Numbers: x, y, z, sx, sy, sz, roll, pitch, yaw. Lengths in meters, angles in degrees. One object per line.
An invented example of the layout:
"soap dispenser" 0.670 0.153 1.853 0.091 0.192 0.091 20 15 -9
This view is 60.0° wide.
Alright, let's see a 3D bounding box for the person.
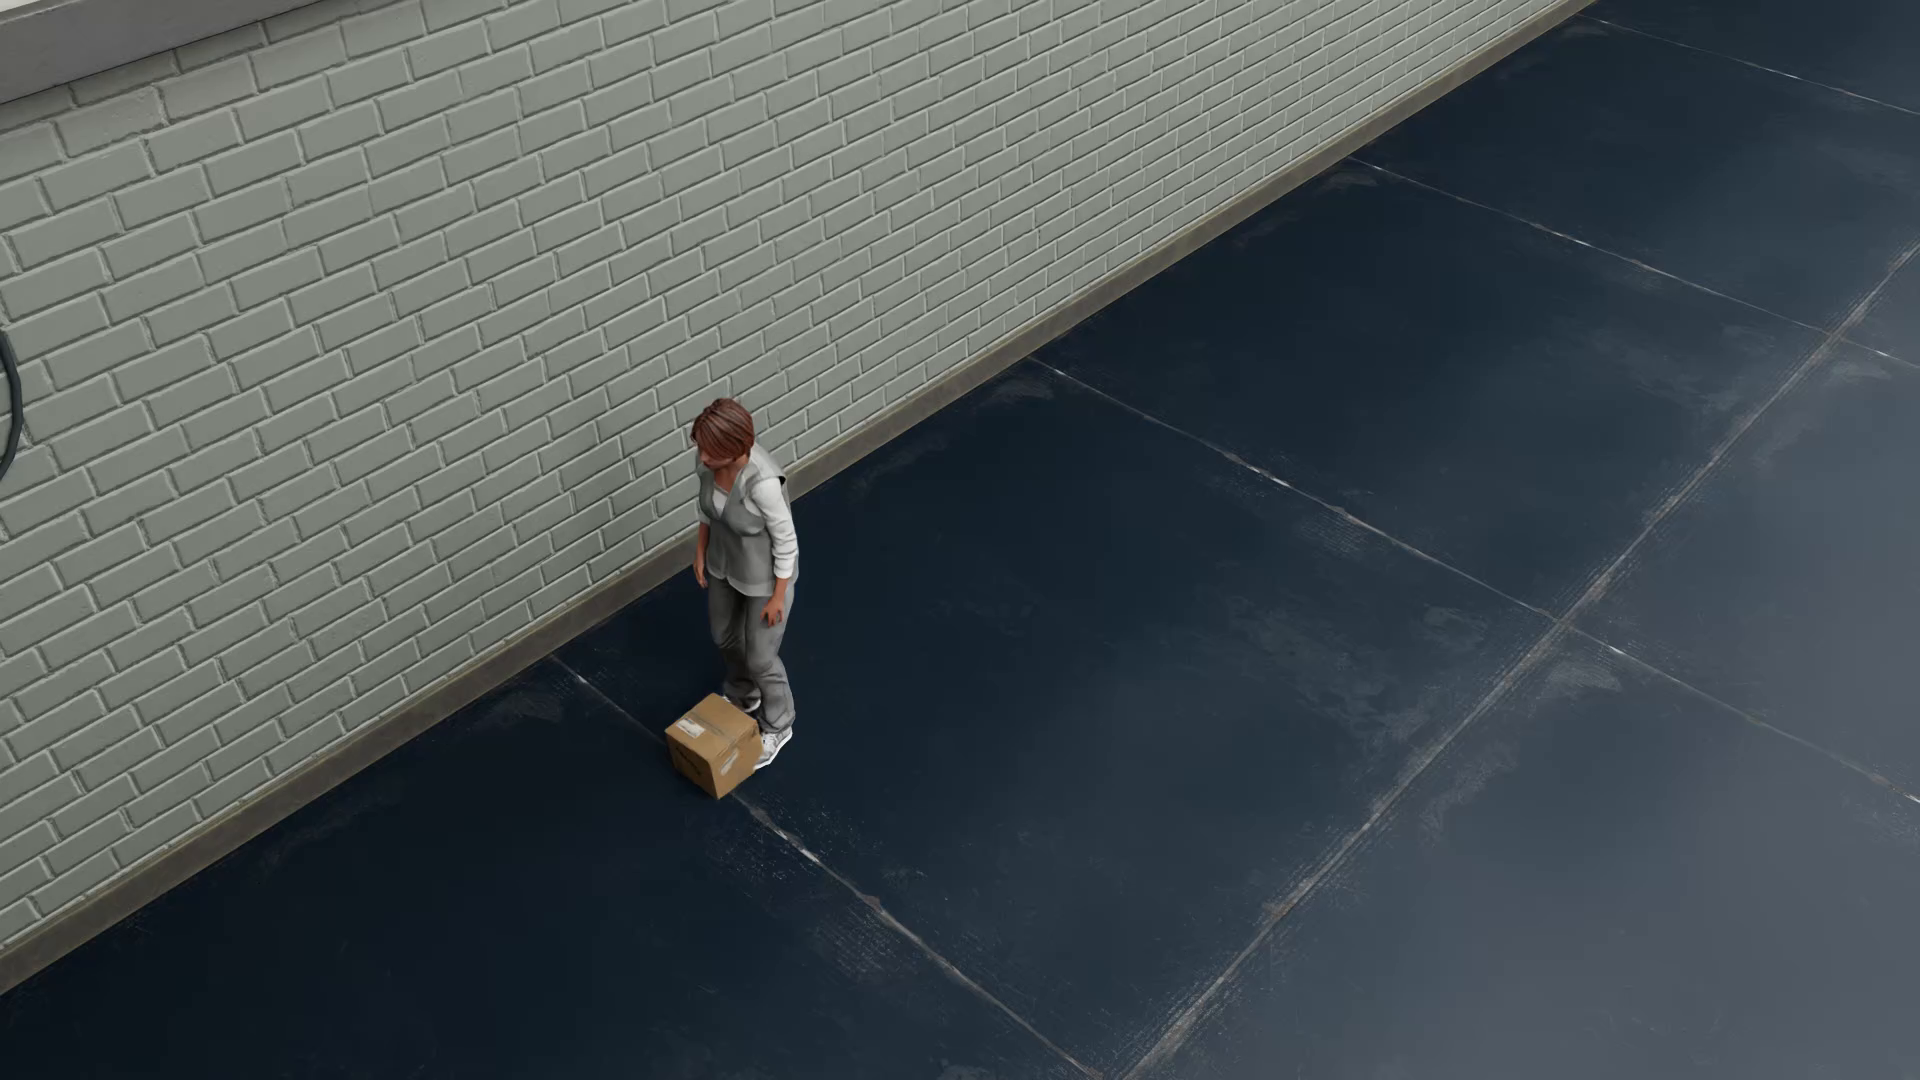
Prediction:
"person" -0.777 0.141 5.995 0.460 1.594 0.374 29 48 30
